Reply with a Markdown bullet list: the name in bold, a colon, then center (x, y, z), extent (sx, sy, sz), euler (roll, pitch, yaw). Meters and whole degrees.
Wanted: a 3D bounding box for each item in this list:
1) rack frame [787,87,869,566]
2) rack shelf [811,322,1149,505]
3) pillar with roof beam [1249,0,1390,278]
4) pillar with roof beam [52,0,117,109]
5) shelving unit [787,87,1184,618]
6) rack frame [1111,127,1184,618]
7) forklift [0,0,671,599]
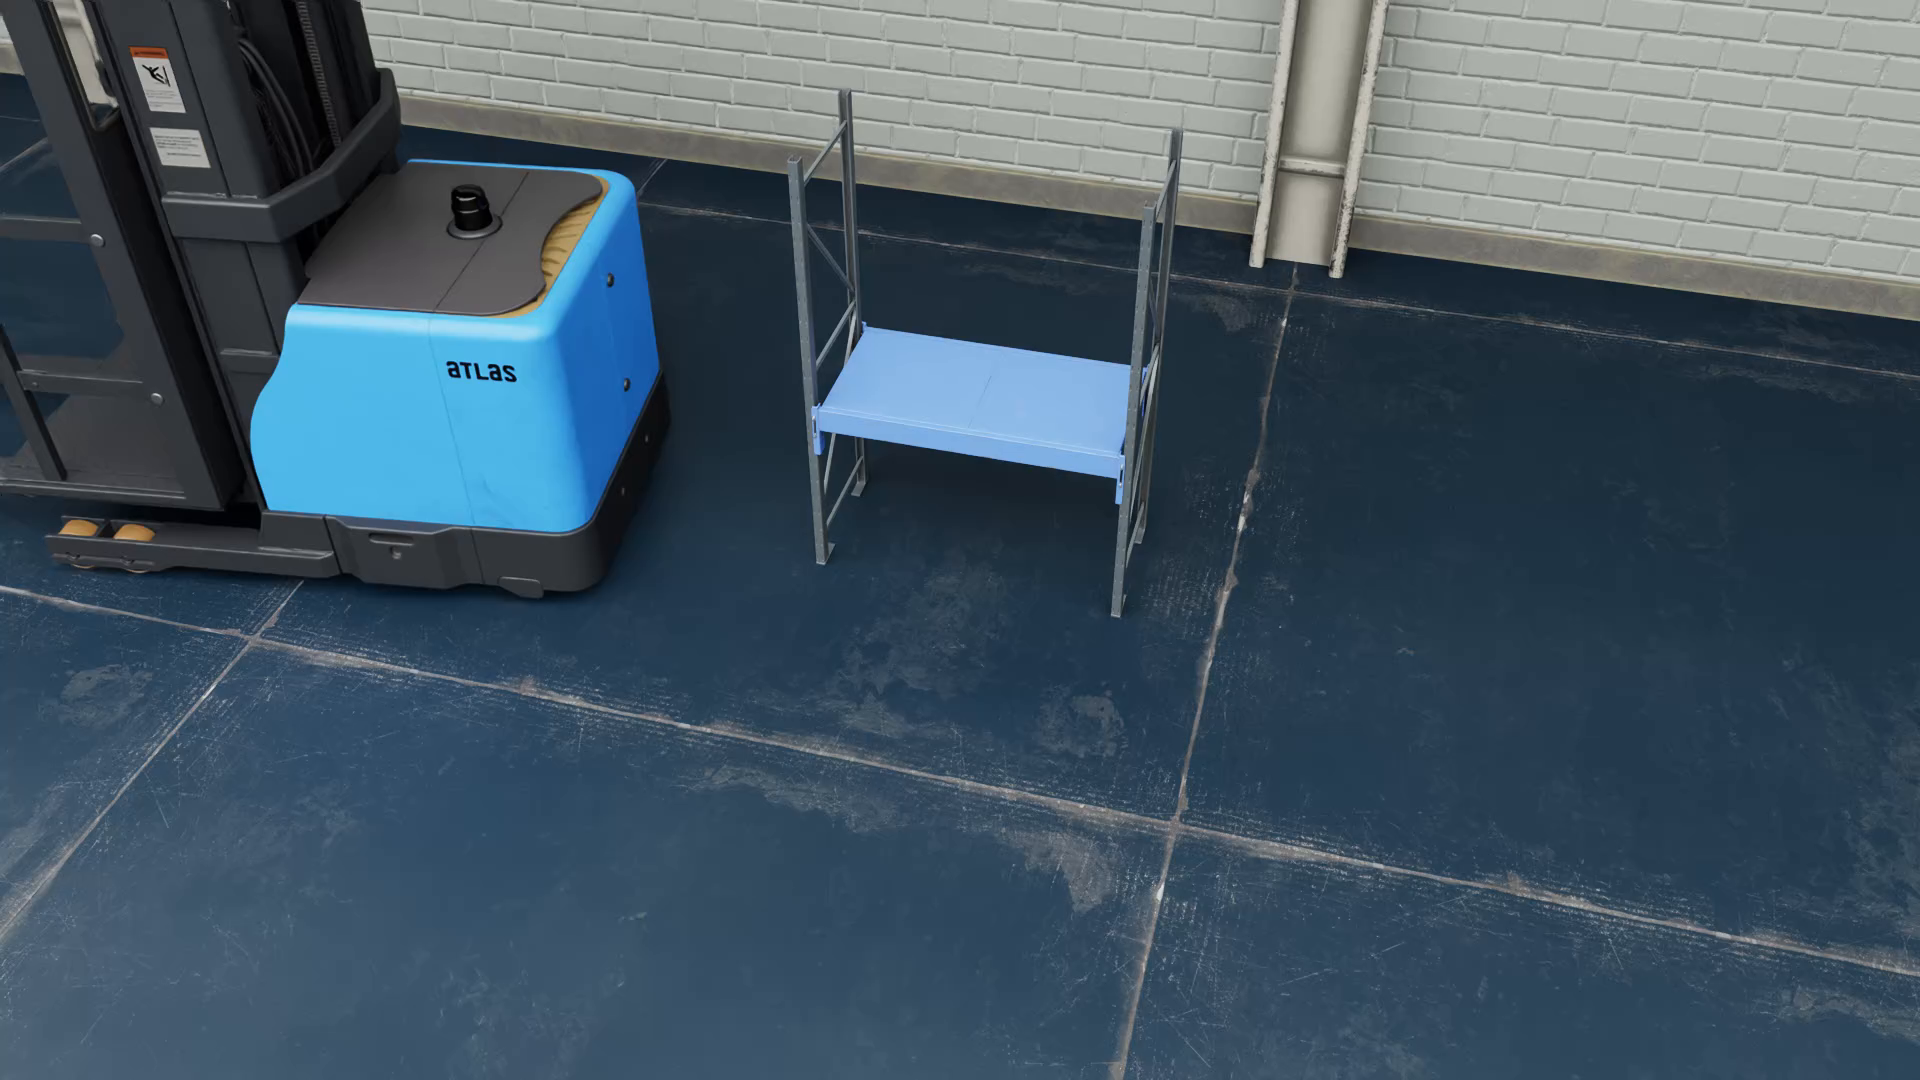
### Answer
- **rack frame**: center (-0.409, -0.645, 5.351), extent (0.032, 1.500, 0.500), euler (10, 41, 11)
- **rack shelf**: center (0.082, -0.422, 5.366), extent (1.000, 0.185, 0.538), euler (10, 41, 11)
- **pillar with roof beam**: center (0.362, -2.013, 1.150), extent (0.400, 9.000, 9.100), euler (10, 41, 11)
- **pillar with roof beam**: center (-5.434, -3.010, 2.337), extent (0.400, 9.000, 9.100), euler (10, 41, 11)
- **shelving unit**: center (0.082, -0.560, 5.251), extent (1.048, 1.500, 0.538), euler (10, 41, 11)
- **rack frame**: center (0.573, -0.476, 5.150), extent (0.032, 1.500, 0.500), euler (10, 41, 11)
- **forklift**: center (-2.625, -1.343, 5.070), extent (3.031, 2.935, 1.130), euler (5, 40, 5)
